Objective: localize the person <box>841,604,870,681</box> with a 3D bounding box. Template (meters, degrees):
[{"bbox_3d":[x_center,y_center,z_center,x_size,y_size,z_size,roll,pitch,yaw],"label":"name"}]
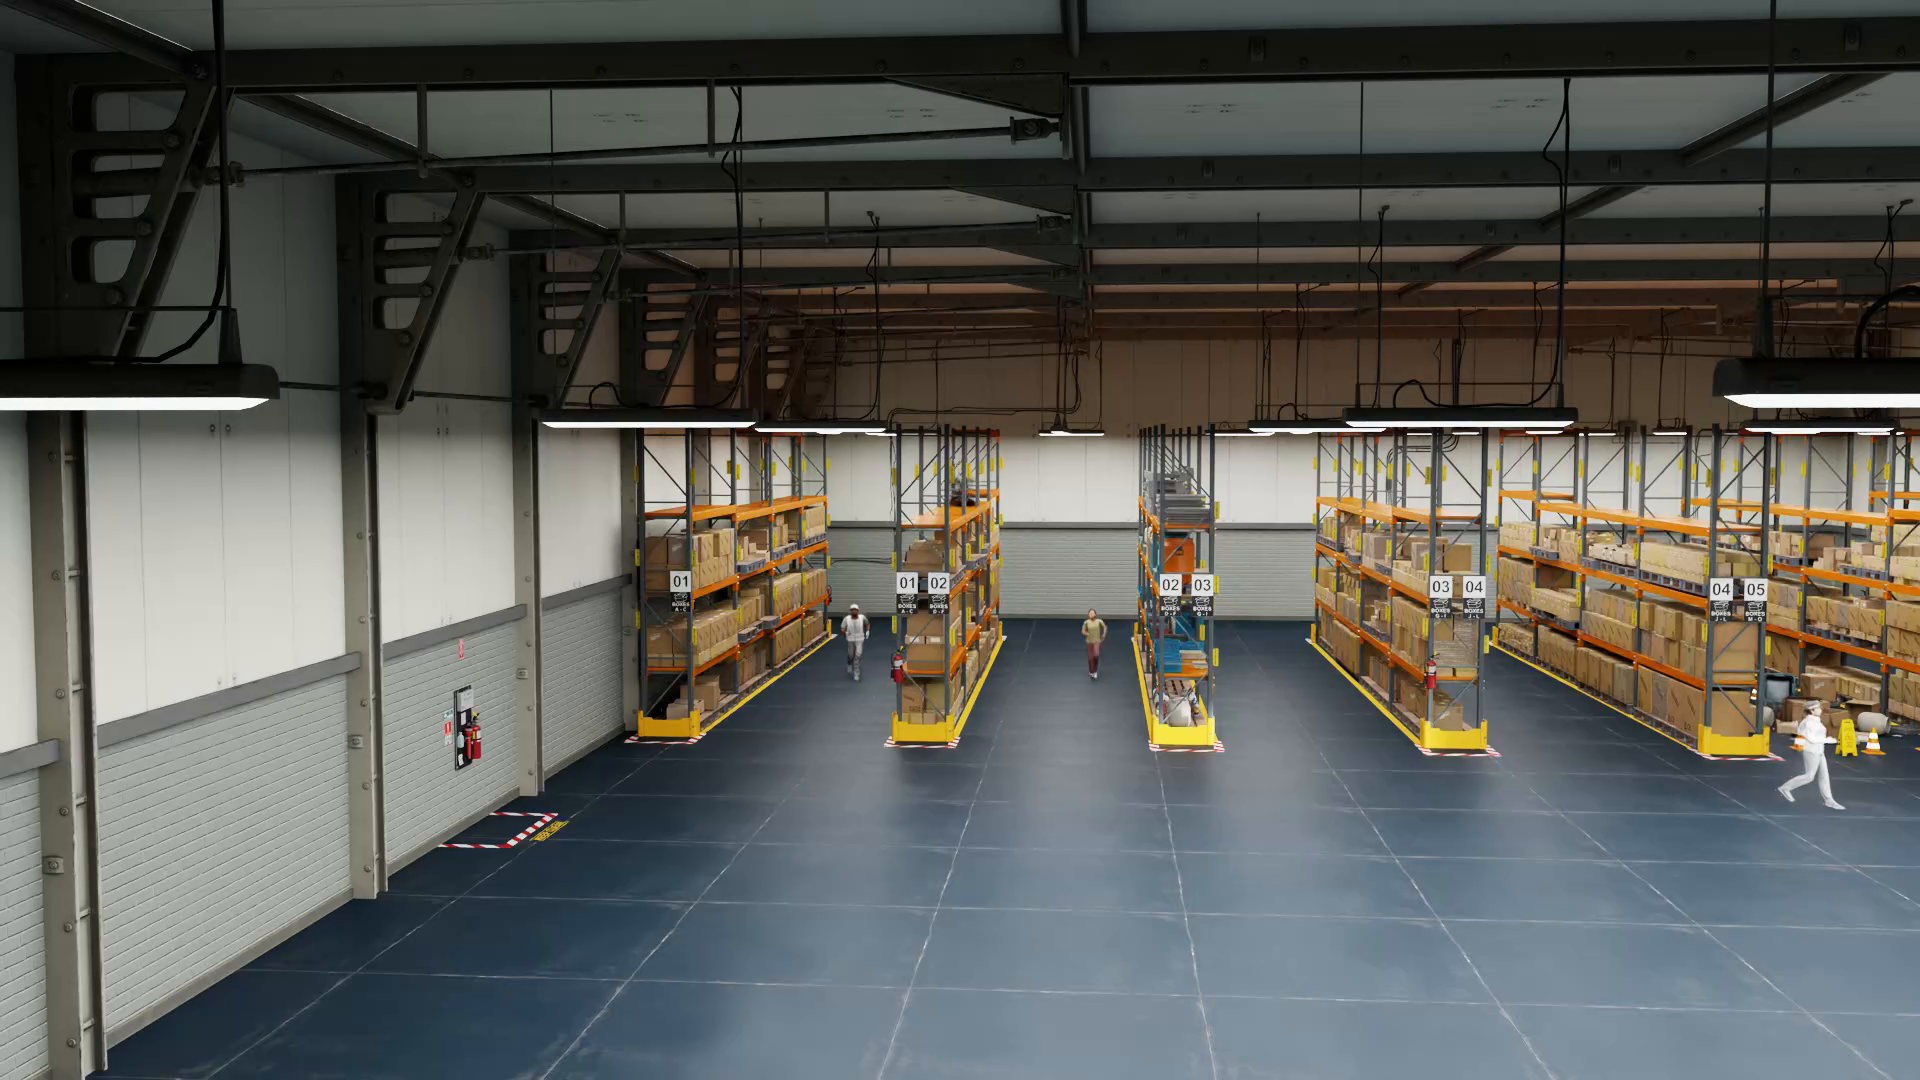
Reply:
[{"bbox_3d":[-2.498,2.417,39.682,0.691,1.787,0.982,0,3,-2],"label":"person"}]

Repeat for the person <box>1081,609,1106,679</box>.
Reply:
[{"bbox_3d":[3.200,2.485,39.833,0.581,1.674,0.692,1,4,9],"label":"person"}]

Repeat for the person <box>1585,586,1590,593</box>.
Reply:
[{"bbox_3d":[16.771,2.123,44.624,0.686,1.801,0.835,0,4,7],"label":"person"}]

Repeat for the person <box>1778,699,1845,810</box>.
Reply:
[{"bbox_3d":[13.169,3.289,25.673,0.923,1.687,0.613,2,4,34],"label":"person"}]
